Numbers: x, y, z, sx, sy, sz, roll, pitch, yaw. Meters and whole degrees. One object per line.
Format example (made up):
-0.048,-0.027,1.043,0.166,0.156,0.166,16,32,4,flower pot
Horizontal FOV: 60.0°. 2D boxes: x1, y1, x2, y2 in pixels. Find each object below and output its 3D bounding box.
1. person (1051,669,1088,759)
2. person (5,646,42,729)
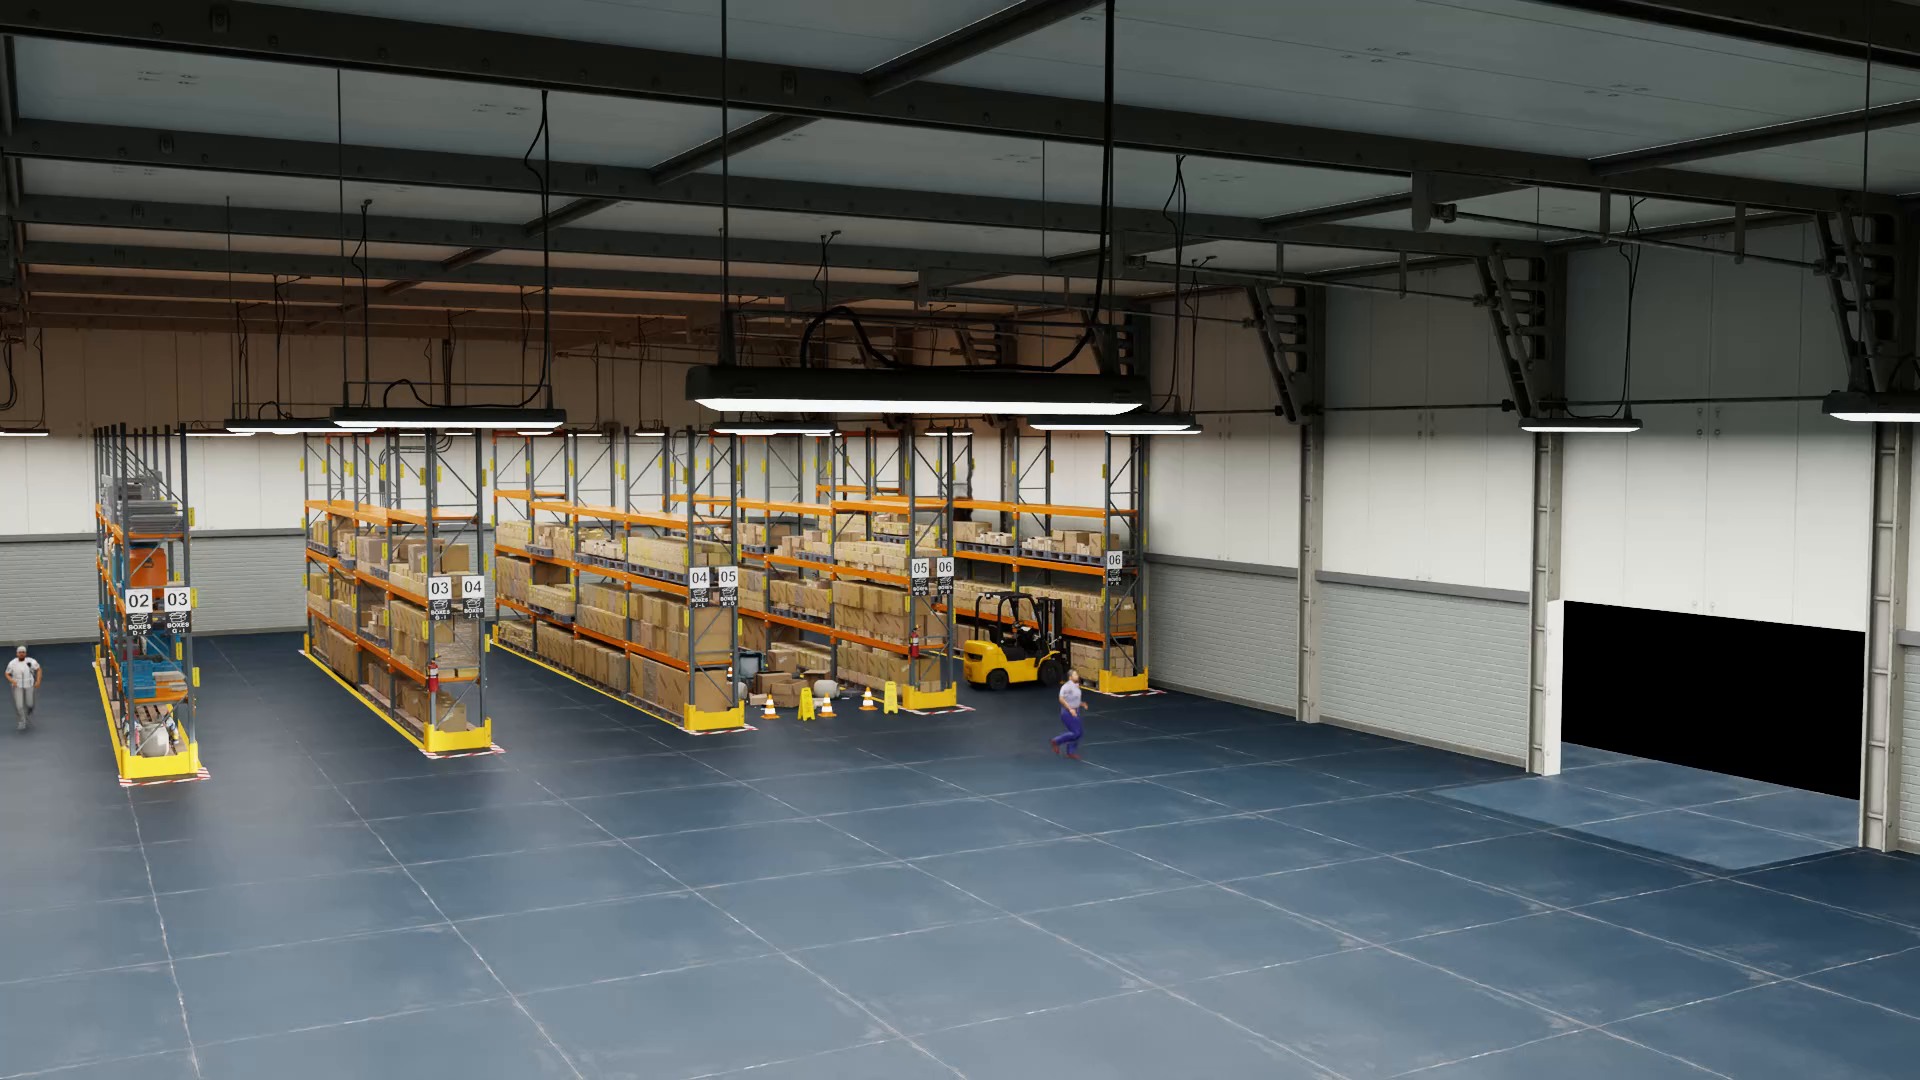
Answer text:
1.972,3.122,29.859,0.596,1.620,0.600,1,4,20,person
-18.577,2.924,33.004,0.640,1.615,0.571,-2,4,-31,person
